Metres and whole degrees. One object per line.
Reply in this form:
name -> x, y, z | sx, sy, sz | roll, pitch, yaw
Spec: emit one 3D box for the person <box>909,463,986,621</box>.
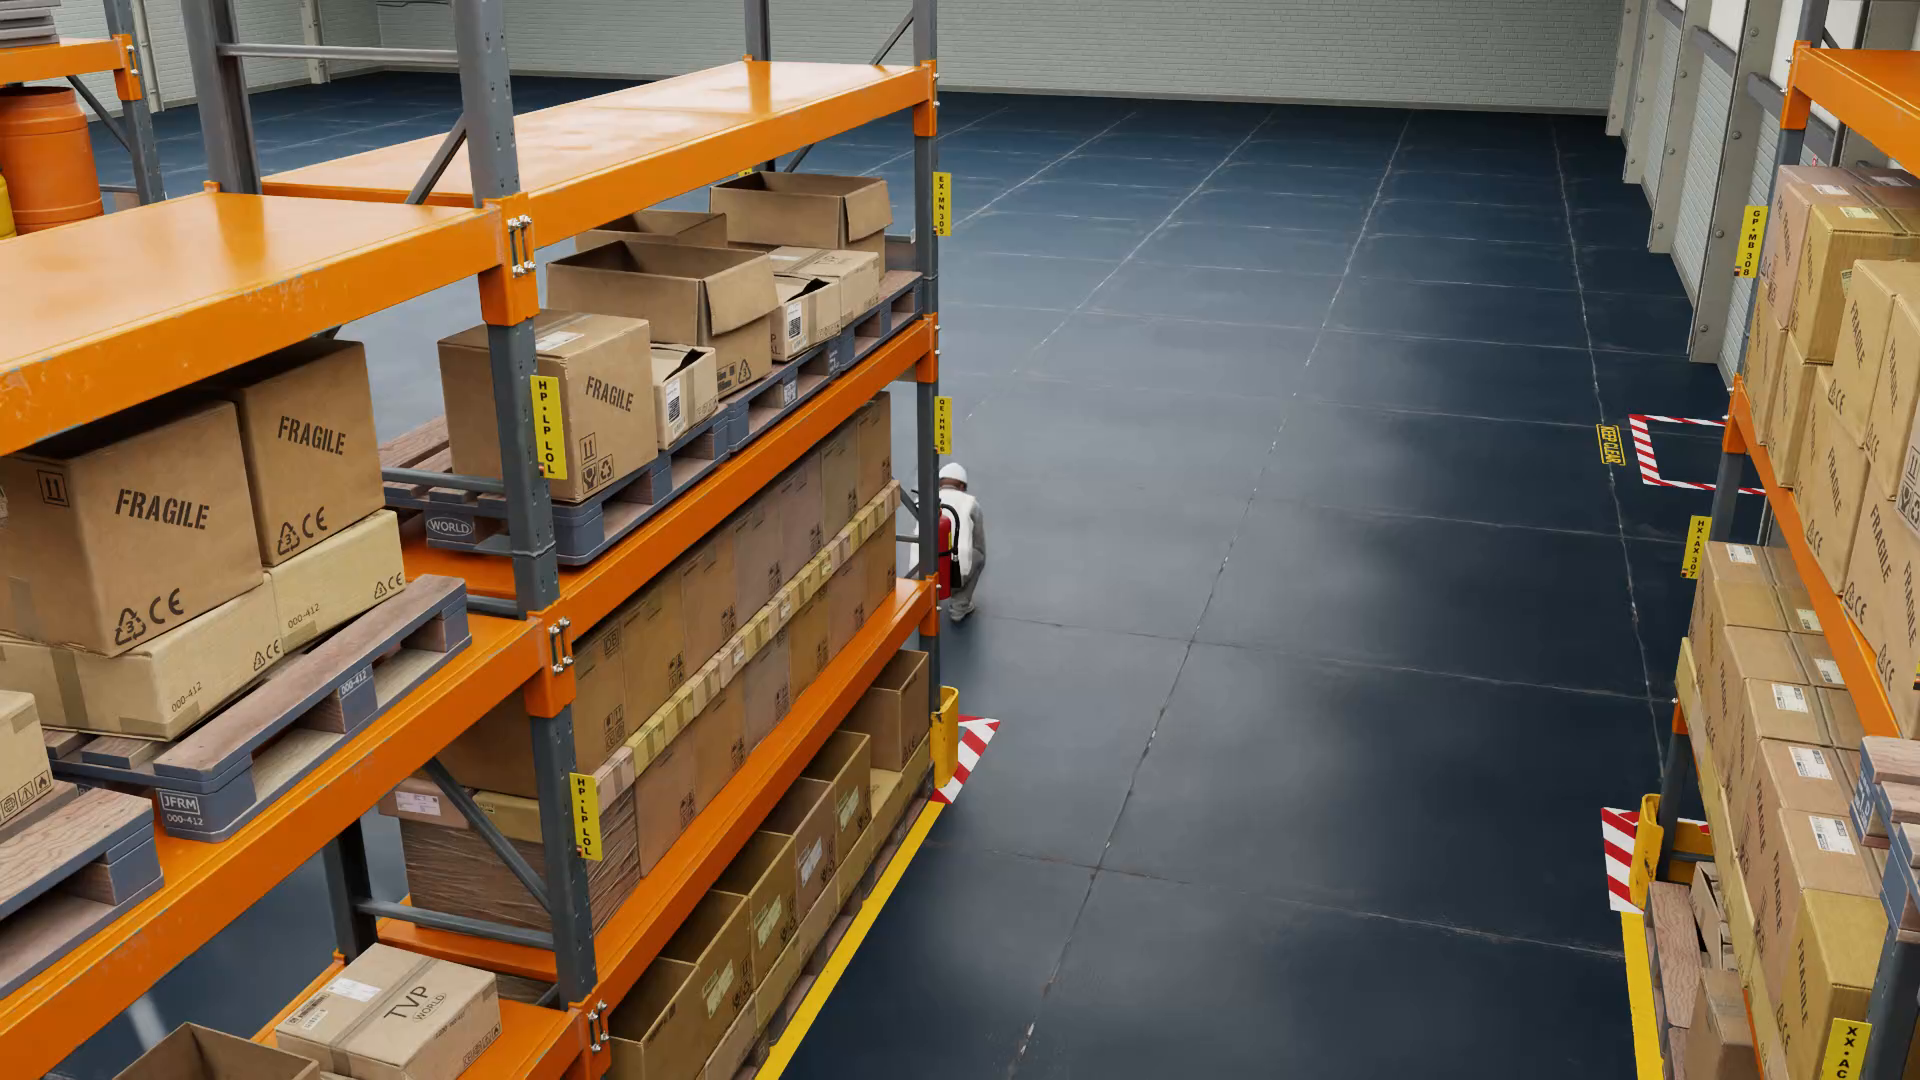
person -> -0.092, 0.028, 12.026 | 0.508, 1.013, 0.875 | 6, 23, 15
